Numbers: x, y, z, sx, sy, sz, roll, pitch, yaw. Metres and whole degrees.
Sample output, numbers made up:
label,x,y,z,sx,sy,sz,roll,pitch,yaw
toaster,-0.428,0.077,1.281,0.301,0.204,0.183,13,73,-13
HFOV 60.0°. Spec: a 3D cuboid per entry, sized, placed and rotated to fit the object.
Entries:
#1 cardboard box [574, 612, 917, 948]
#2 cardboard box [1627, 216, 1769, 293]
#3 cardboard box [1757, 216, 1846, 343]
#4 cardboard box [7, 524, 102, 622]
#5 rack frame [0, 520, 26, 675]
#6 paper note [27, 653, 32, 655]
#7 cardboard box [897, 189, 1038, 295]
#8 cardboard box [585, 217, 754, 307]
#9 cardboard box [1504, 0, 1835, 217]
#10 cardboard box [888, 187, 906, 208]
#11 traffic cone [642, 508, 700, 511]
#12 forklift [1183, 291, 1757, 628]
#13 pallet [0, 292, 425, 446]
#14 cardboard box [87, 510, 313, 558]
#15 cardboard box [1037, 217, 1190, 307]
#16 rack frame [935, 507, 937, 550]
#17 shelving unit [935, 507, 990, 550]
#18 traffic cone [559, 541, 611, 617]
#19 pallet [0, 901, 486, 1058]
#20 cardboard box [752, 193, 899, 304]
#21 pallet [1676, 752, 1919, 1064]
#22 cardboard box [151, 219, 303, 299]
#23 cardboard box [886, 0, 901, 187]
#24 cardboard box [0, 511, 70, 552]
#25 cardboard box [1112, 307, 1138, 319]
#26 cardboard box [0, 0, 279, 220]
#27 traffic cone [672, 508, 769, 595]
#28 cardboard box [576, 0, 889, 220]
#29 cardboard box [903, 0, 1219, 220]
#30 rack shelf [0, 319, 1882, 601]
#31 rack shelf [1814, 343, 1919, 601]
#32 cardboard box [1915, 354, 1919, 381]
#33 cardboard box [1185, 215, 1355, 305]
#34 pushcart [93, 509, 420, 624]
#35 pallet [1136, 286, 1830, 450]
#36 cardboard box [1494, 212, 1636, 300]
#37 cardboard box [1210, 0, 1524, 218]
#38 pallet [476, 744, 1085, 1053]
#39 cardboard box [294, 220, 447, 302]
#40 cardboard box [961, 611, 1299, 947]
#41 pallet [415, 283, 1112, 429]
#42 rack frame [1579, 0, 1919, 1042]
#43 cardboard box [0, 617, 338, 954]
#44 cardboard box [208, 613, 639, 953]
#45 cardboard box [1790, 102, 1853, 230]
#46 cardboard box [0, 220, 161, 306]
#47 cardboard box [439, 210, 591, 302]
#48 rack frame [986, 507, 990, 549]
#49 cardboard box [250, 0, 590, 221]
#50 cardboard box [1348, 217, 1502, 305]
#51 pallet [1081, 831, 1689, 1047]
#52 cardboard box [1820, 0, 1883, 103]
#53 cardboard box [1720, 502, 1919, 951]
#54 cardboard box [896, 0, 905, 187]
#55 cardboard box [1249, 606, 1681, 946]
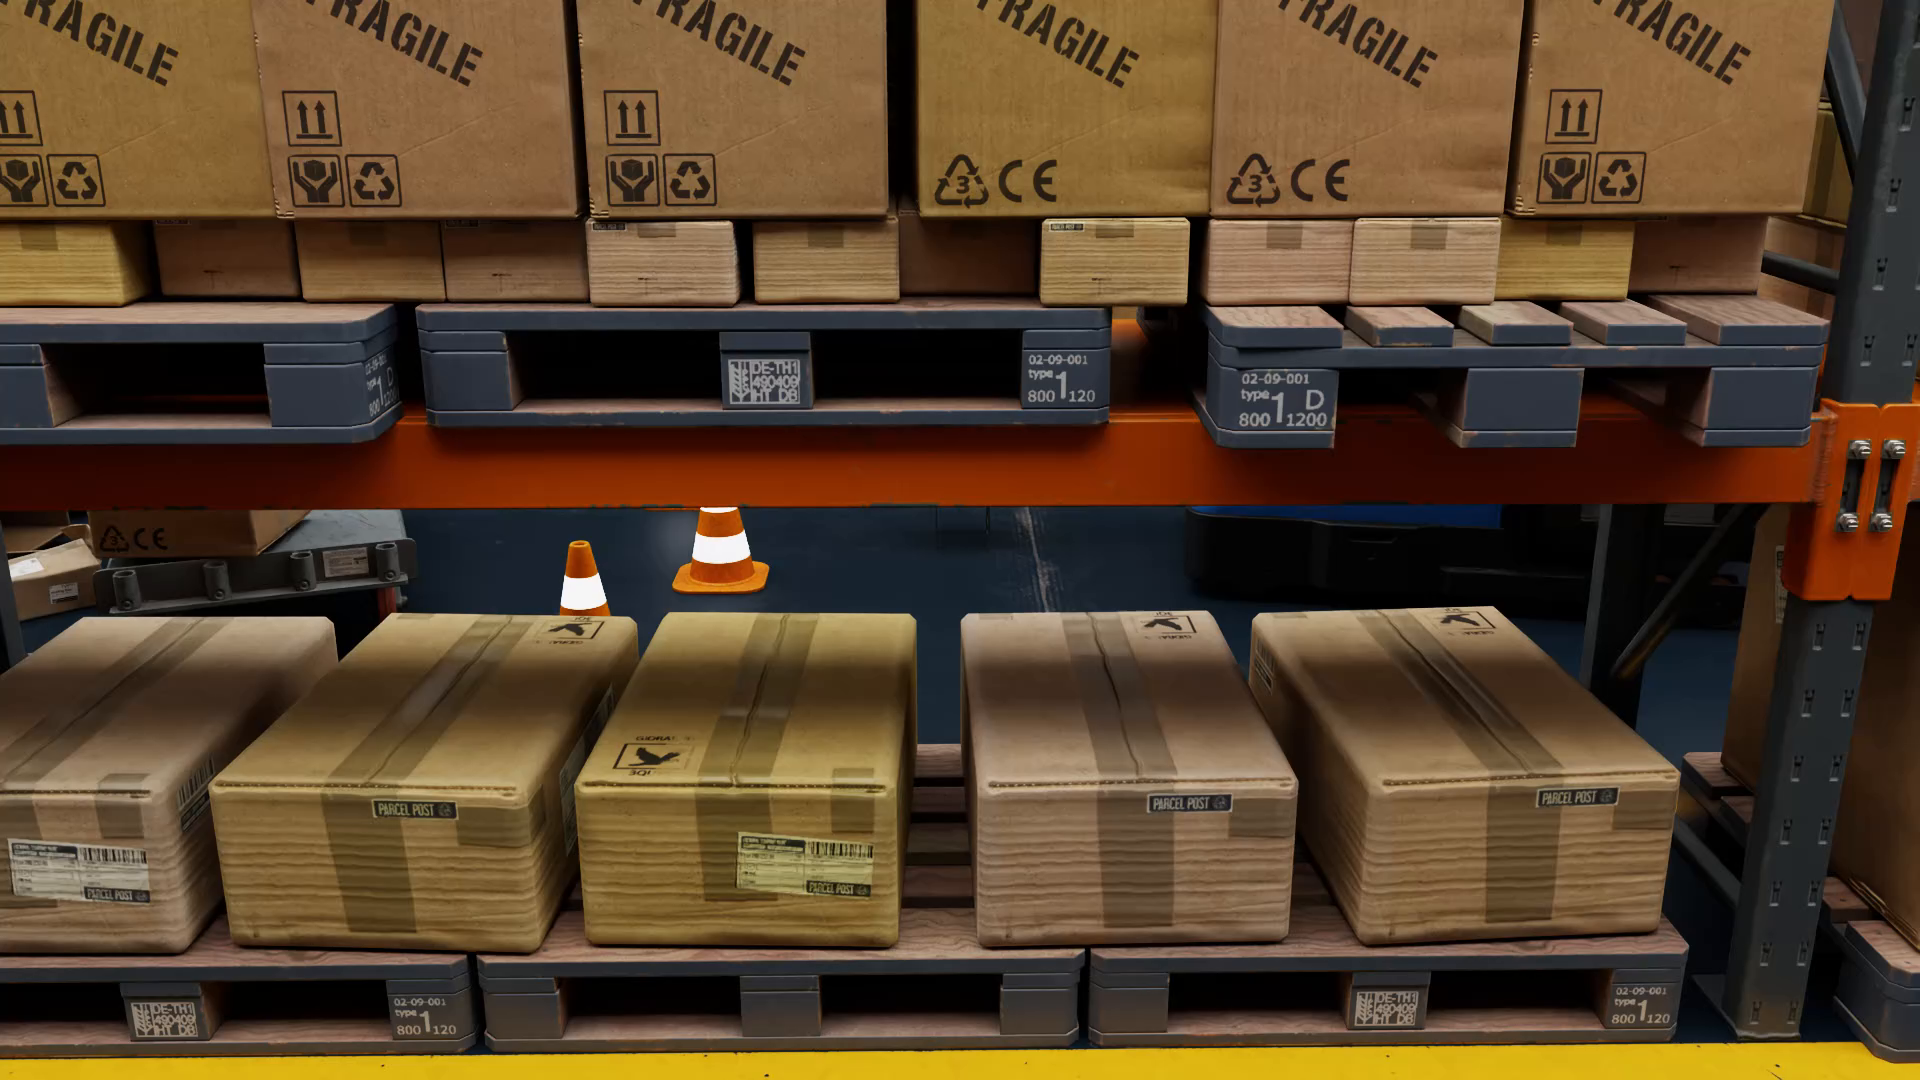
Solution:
label,x,y,z,sx,sy,sz,roll,pitch,yaw
cardboard box,-0.428,0.496,3.705,0.625,0.372,0.950,0,18,1
cardboard box,1.309,-0.570,3.137,0.250,0.149,0.380,0,18,1
cardboard box,2.135,-0.573,3.669,0.500,0.250,0.500,-1,18,-3
cardboard box,-3.215,0.107,5.780,0.396,0.266,0.258,-15,23,-39
rack frame,-2.366,-0.544,3.331,0.127,3.000,1.000,0,18,-1
paper note,-2.923,0.352,5.401,0.142,0.019,0.148,0,18,-1
cardboard box,0.011,-0.564,3.120,0.250,0.149,0.380,0,18,0
cardboard box,-0.505,-0.528,3.006,0.250,0.149,0.380,0,18,1
cardboard box,1.183,-0.865,2.995,0.500,0.500,0.500,-1,18,-2
cardboard box,-0.049,-0.687,3.502,0.250,0.149,0.380,0,18,1
traffic cone,-1.181,-0.392,7.013,0.334,0.463,0.336,0,18,-1
forklift,2.364,-1.274,5.721,3.031,2.935,1.130,3,18,9
pallet,-1.600,-0.411,3.234,1.213,0.211,1.003,0,18,-1
cardboard box,-2.424,-0.257,5.292,0.500,0.500,0.500,0,18,-1
cardboard box,0.264,-0.527,3.004,0.250,0.149,0.380,0,18,0
rack frame,-0.094,-0.428,6.409,0.006,0.900,0.240,0,18,-1
shelving unit,0.008,-0.429,6.410,0.210,0.900,0.258,0,18,-1
traffic cone,-1.148,0.231,5.070,0.334,0.463,0.336,0,18,-1
pallet,-1.588,0.780,3.770,1.213,0.211,1.003,0,18,-1
cardboard box,-0.239,-0.538,3.038,0.250,0.149,0.380,-1,18,-3
pallet,2.423,0.784,3.758,1.213,0.211,1.003,0,18,-1
cardboard box,-1.277,-0.553,3.086,0.250,0.149,0.380,1,18,3
cardboard box,-0.372,-1.011,3.451,0.500,0.500,0.500,-1,18,-3
cardboard box,-3.715,-0.189,6.091,0.503,0.637,0.797,0,18,-1
cardboard box,0.844,-1.227,8.459,0.750,0.750,1.050,-1,18,-2
cardboard box,-1.392,-0.850,2.949,0.500,0.500,0.500,0,18,-1
traffic cone,-0.874,-0.076,6.027,0.334,0.463,0.336,0,18,-1
cardboard box,-0.384,-0.854,2.961,0.500,0.500,0.500,-1,18,-3
cardboard box,0.162,-0.856,2.968,0.500,0.500,0.500,-1,18,-5
rack shelf,-0.366,-0.211,3.471,4.000,0.370,1.077,0,18,-1
rack shelf,3.633,-0.230,3.531,4.000,0.370,1.077,0,18,-1
cardboard box,2.127,-0.417,3.182,0.500,0.250,0.500,-1,18,-2
cardboard box,0.539,-0.533,3.021,0.250,0.149,0.380,-1,18,-3
pushcart,-2.452,0.009,5.902,0.936,0.377,1.648,-7,19,-20
pallet,0.922,-0.436,3.309,1.003,0.211,1.213,0,18,-1
cardboard box,1.042,-0.546,3.064,0.250,0.149,0.380,0,18,0
cardboard box,0.666,-0.859,2.977,0.500,0.500,0.500,-1,18,-2
pallet,-0.365,0.773,3.792,1.213,0.211,1.003,0,18,-1
cardboard box,-1.019,-0.542,3.050,0.250,0.149,0.380,0,18,0
cardboard box,0.330,0.494,3.711,0.625,0.372,0.950,-1,18,-2
pallet,-0.345,-0.449,3.352,1.213,0.211,1.003,0,18,-1
rack frame,1.633,-0.563,3.391,0.127,3.000,1.000,0,18,-1
cardboard box,-1.842,0.504,3.679,0.625,0.372,0.950,0,18,0
cardboard box,-1.123,0.500,3.693,0.625,0.372,0.950,1,18,3
cardboard box,2.114,-0.809,3.587,0.500,0.250,0.500,0,18,-1
cardboard box,-1.559,-0.529,3.008,0.250,0.149,0.380,0,18,0
cardboard box,-0.772,-0.542,3.051,0.250,0.149,0.380,0,18,0
rack frame,0.110,-0.429,6.412,0.006,0.900,0.240,0,18,-1
cardboard box,-0.898,-0.848,2.943,0.500,0.500,0.500,0,18,-1
cardboard box,0.791,-0.531,3.017,0.250,0.149,0.380,0,18,-1
pallet,0.852,0.768,3.807,1.213,0.211,1.003,0,18,-1
cardboard box,2.146,-1.169,3.480,0.500,0.500,0.500,-1,18,-2
cardboard box,2.325,0.271,3.583,0.875,0.875,0.875,0,18,-1
cardboard box,0.128,-1.011,3.451,0.500,0.500,0.500,0,18,0
cardboard box,1.068,0.488,3.730,0.625,0.372,0.950,-1,18,-5
